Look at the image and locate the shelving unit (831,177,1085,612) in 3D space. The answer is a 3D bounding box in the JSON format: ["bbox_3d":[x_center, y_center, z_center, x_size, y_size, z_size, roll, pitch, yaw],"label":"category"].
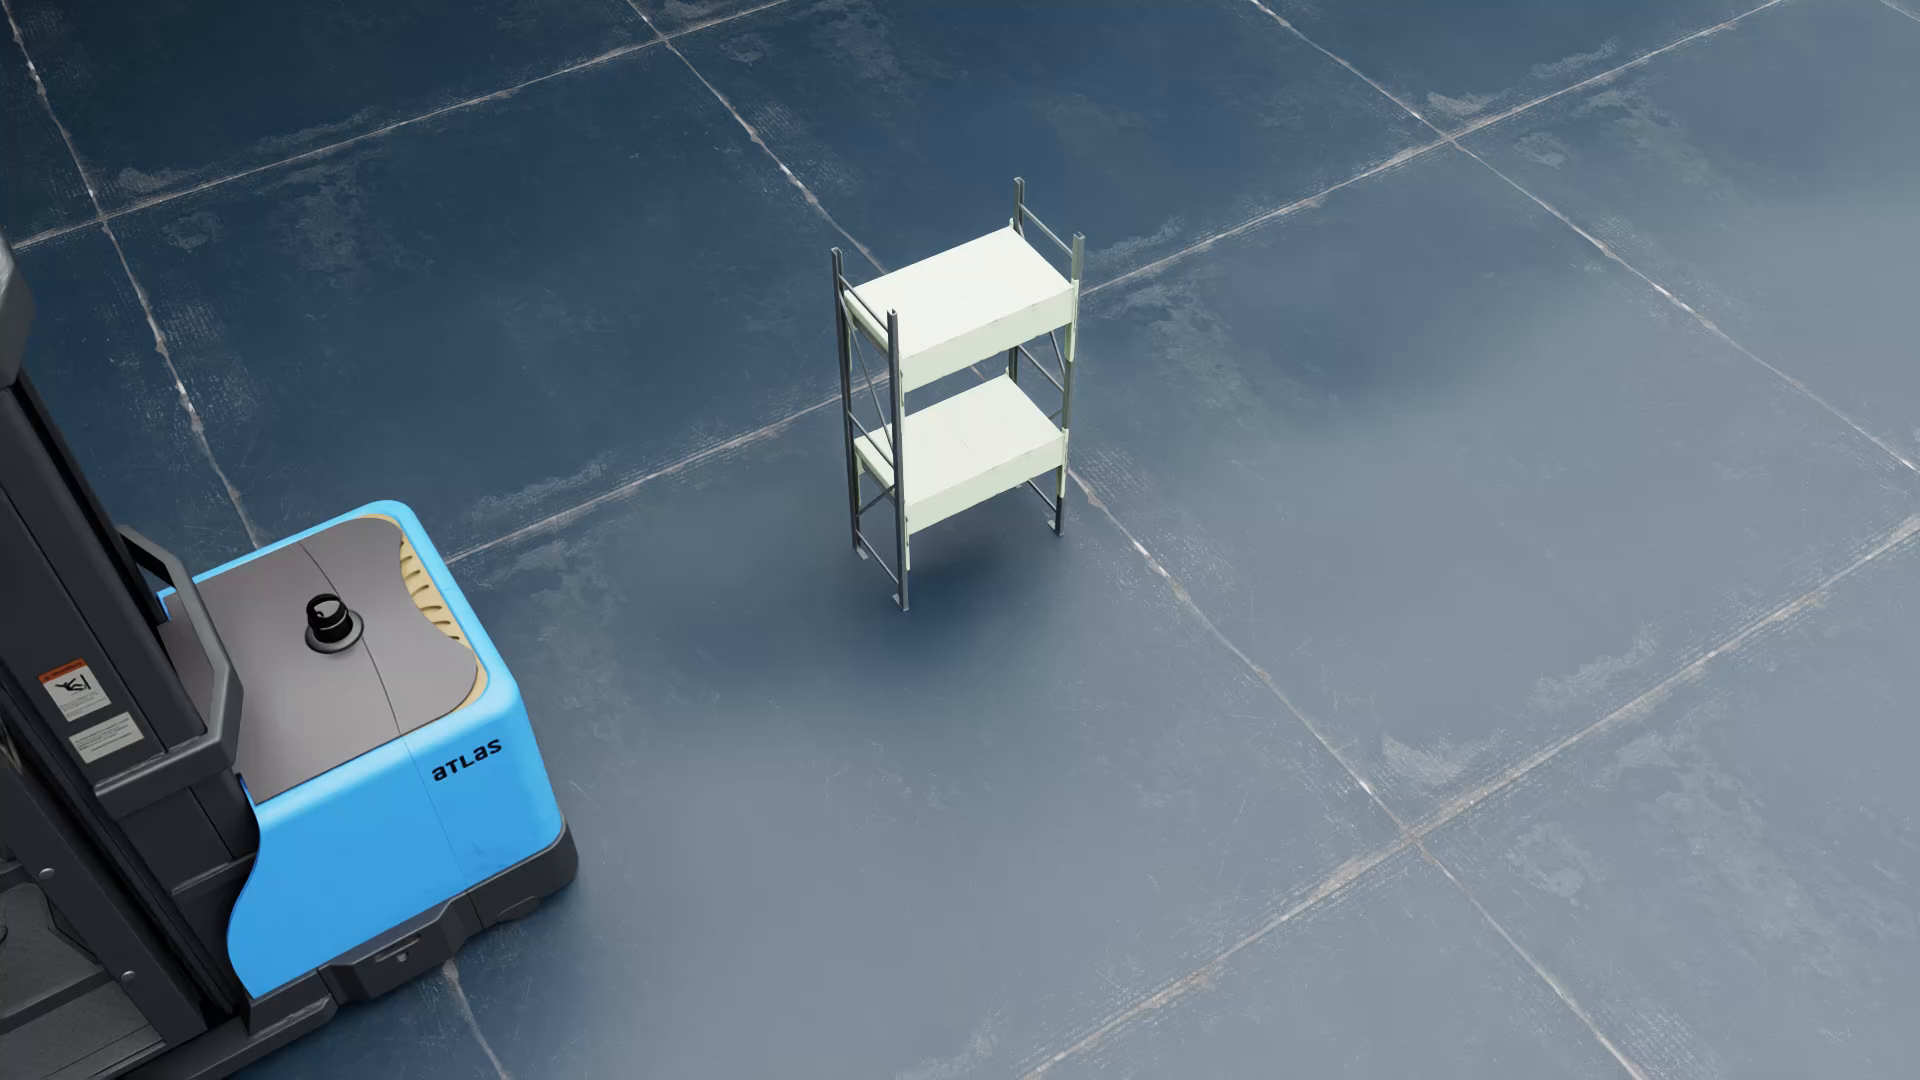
[{"bbox_3d":[-0.006,-0.496,6.133,0.755,1.500,0.431,-25,53,-21],"label":"shelving unit"}]

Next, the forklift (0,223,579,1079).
[{"bbox_3d":[-2.801,0.493,4.293,3.031,2.935,1.130,-26,53,-22],"label":"forklift"}]

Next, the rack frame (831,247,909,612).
[{"bbox_3d":[-0.315,-0.350,6.003,0.023,1.500,0.400,-25,53,-21],"label":"rack frame"}]

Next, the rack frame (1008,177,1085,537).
[{"bbox_3d":[0.304,-0.642,6.263,0.023,1.500,0.400,-25,53,-21],"label":"rack frame"}]

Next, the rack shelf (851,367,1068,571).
[{"bbox_3d":[-0.006,-0.279,6.376,0.720,0.370,0.431,-25,53,-21],"label":"rack shelf"}]

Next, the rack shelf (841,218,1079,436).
[{"bbox_3d":[-0.006,-0.756,5.841,0.720,0.370,0.431,-25,53,-21],"label":"rack shelf"}]
